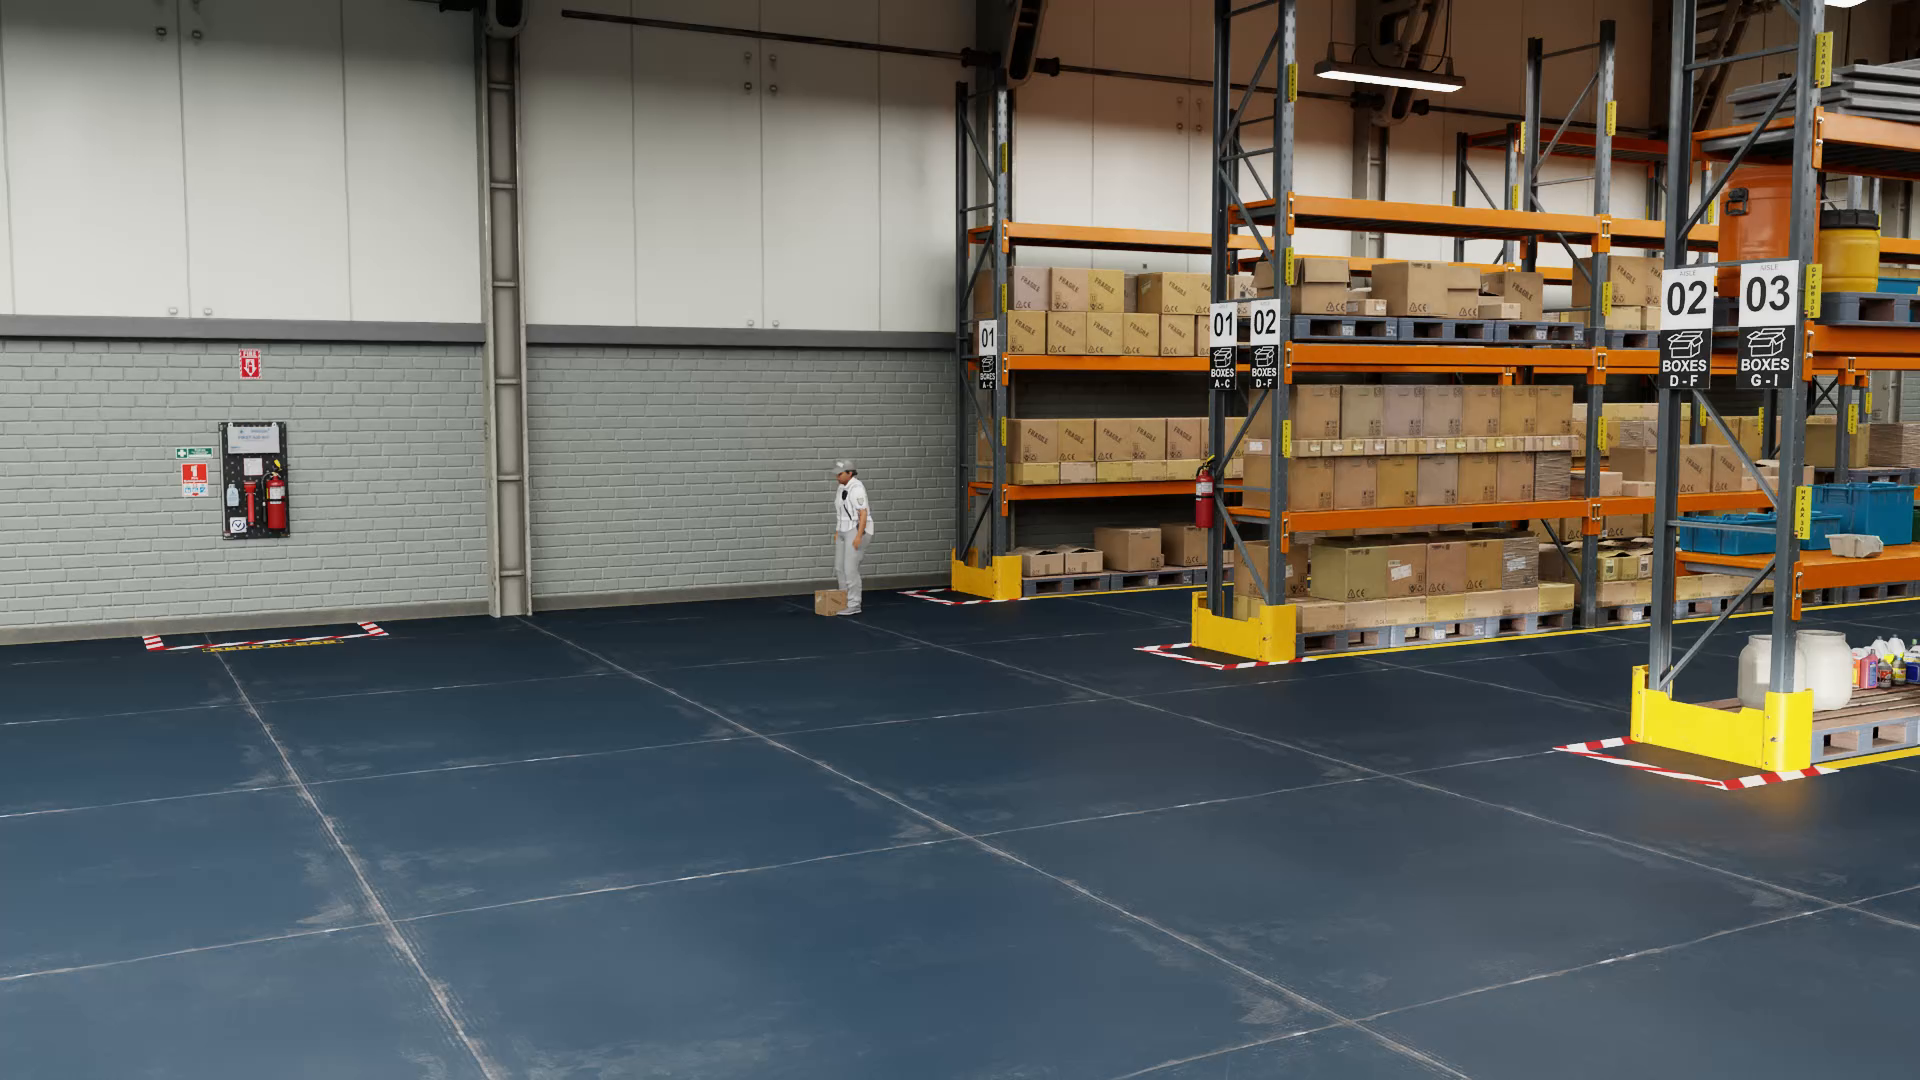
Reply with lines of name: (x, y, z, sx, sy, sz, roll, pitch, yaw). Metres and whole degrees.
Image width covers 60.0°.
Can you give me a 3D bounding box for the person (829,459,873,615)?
person: (-1.197, -0.041, 17.922, 0.470, 1.666, 0.554, -3, 6, -30)
